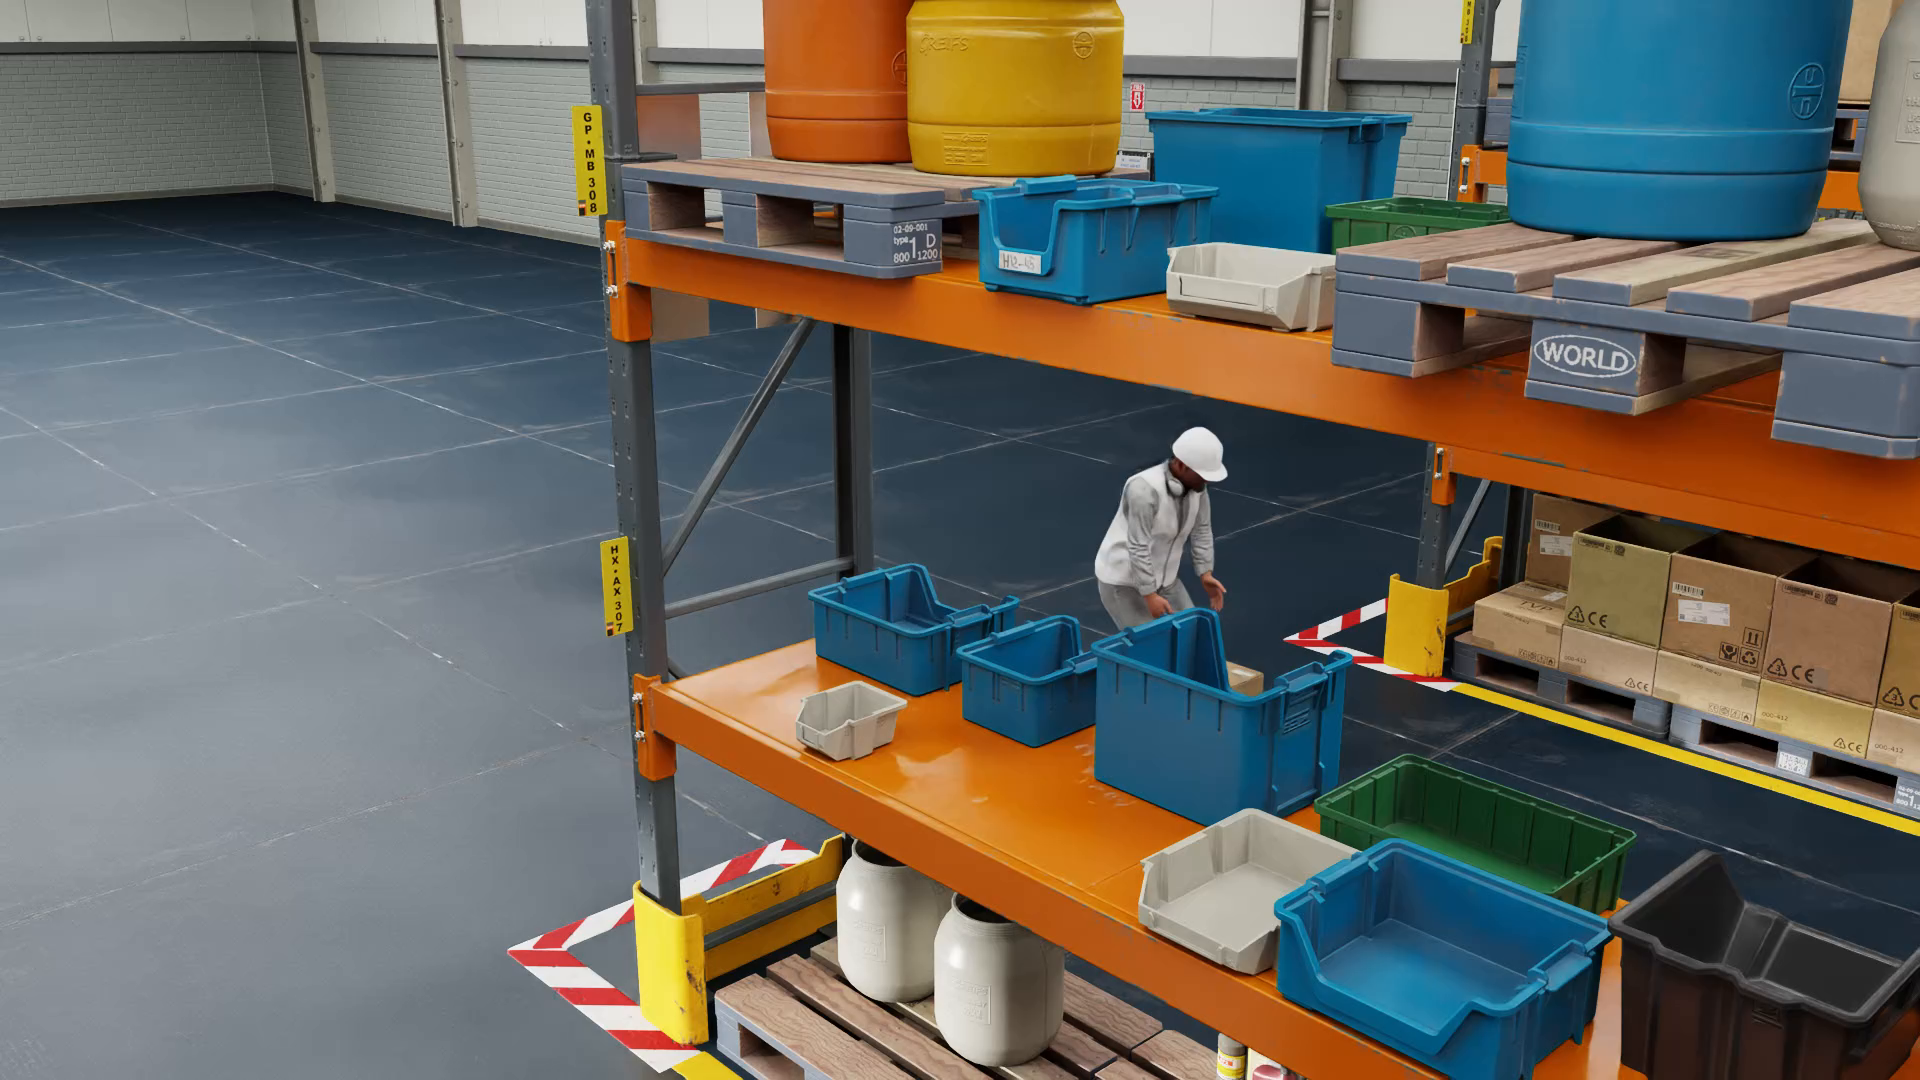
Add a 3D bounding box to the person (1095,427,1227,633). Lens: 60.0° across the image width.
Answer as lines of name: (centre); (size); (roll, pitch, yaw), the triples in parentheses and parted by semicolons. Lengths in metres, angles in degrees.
person: (0.997, 0.202, 8.148); (0.583, 1.607, 0.627); (-15, 23, -40)
